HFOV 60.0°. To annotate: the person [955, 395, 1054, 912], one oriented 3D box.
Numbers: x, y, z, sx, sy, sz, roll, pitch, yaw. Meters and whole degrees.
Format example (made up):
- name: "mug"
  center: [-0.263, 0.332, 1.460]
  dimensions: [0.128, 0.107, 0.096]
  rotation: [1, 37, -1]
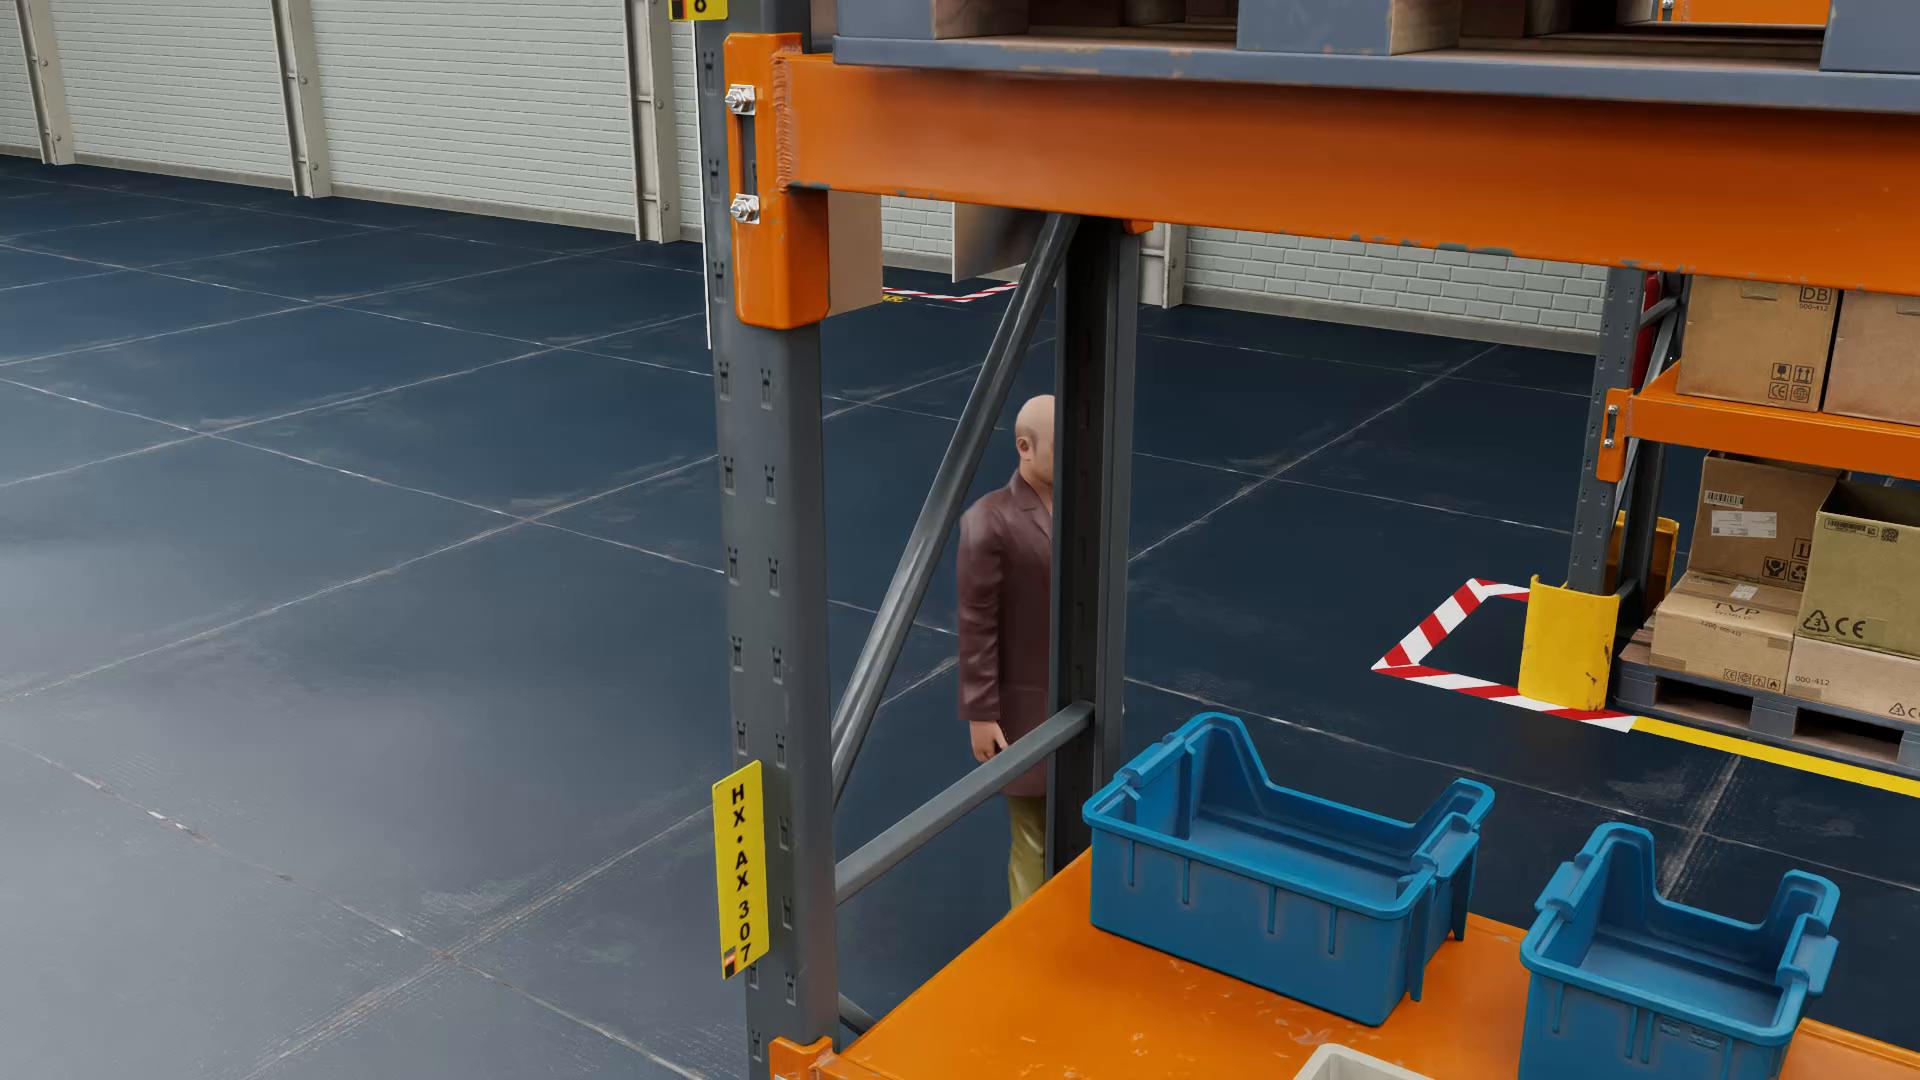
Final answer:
- name: "person"
  center: [0.335, 0.493, 4.699]
  dimensions: [0.591, 1.780, 0.625]
  rotation: [-18, 26, -41]
